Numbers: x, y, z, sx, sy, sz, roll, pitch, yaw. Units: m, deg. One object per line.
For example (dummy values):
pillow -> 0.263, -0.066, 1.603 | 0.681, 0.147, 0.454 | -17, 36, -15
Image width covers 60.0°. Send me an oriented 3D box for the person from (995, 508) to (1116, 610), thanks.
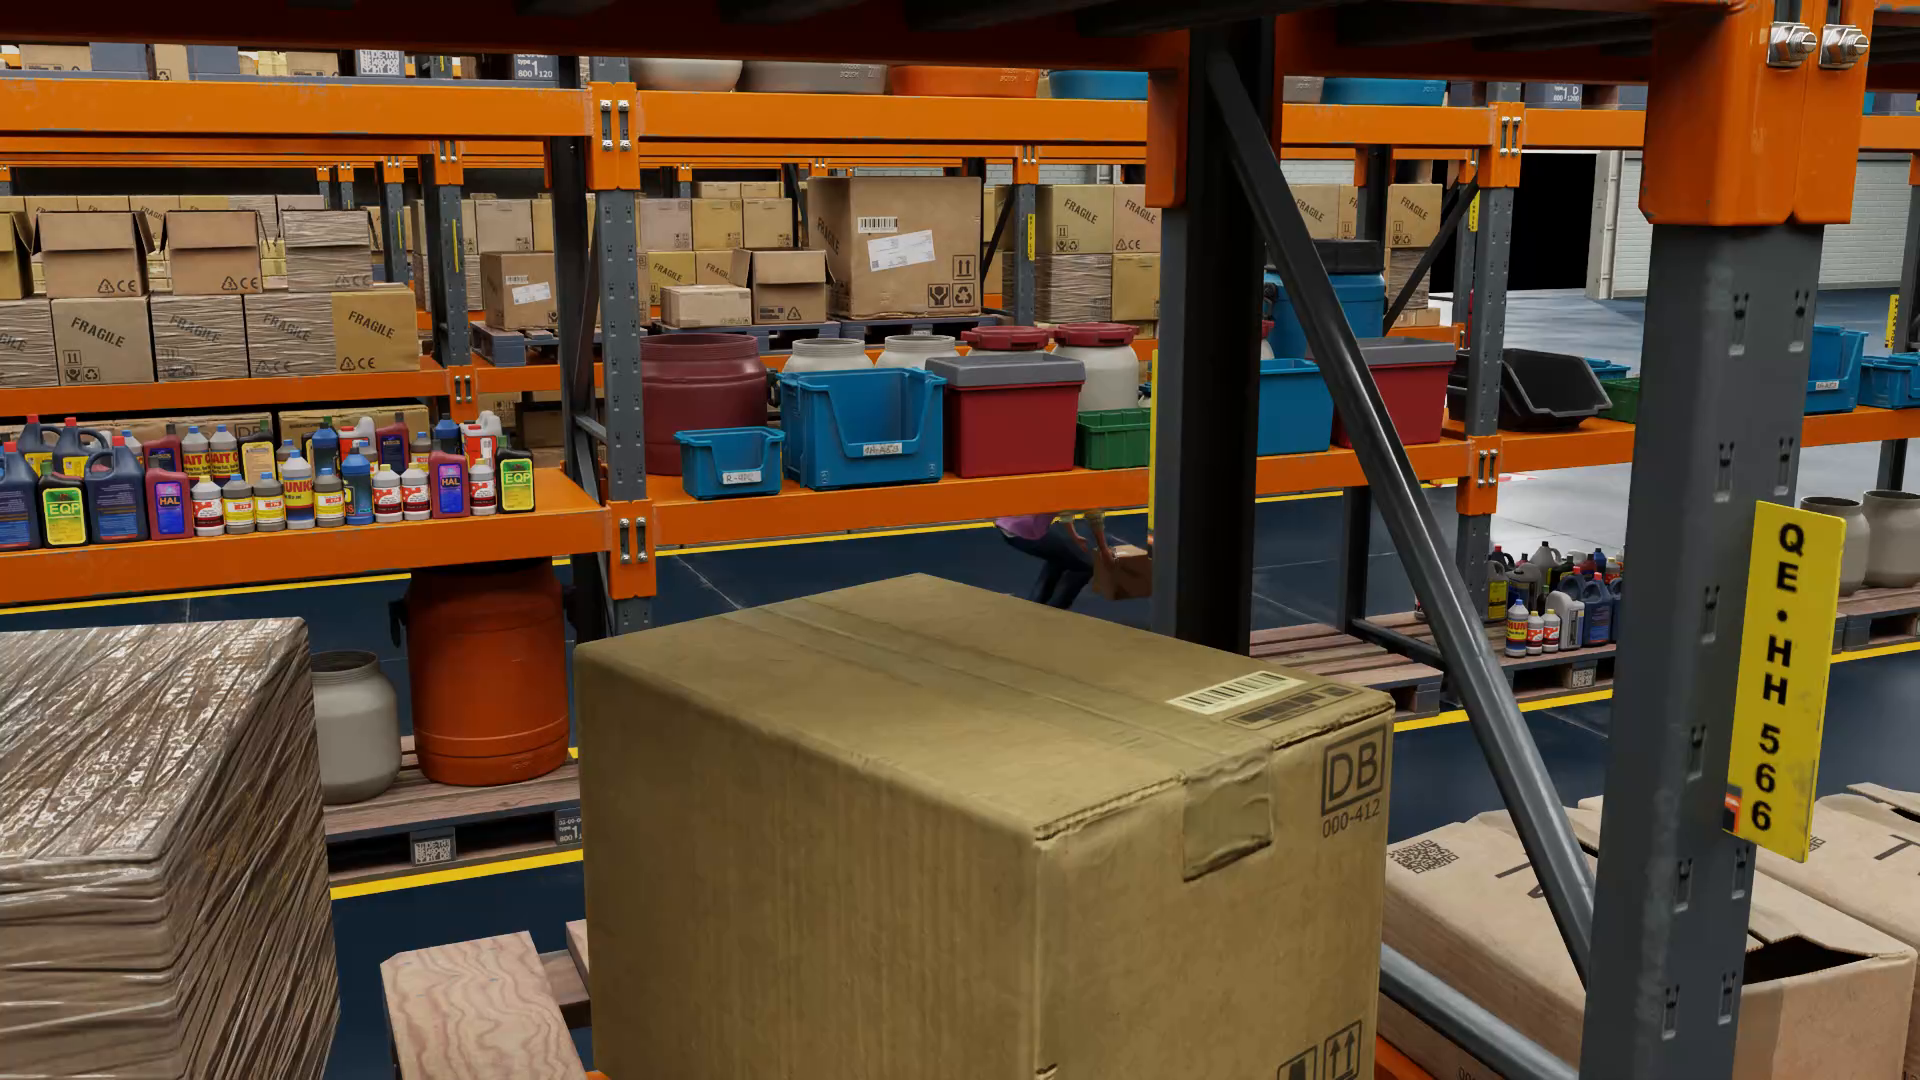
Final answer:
person -> 0.525, -0.047, 9.175 | 0.710, 1.190, 0.464 | -5, 13, -23
